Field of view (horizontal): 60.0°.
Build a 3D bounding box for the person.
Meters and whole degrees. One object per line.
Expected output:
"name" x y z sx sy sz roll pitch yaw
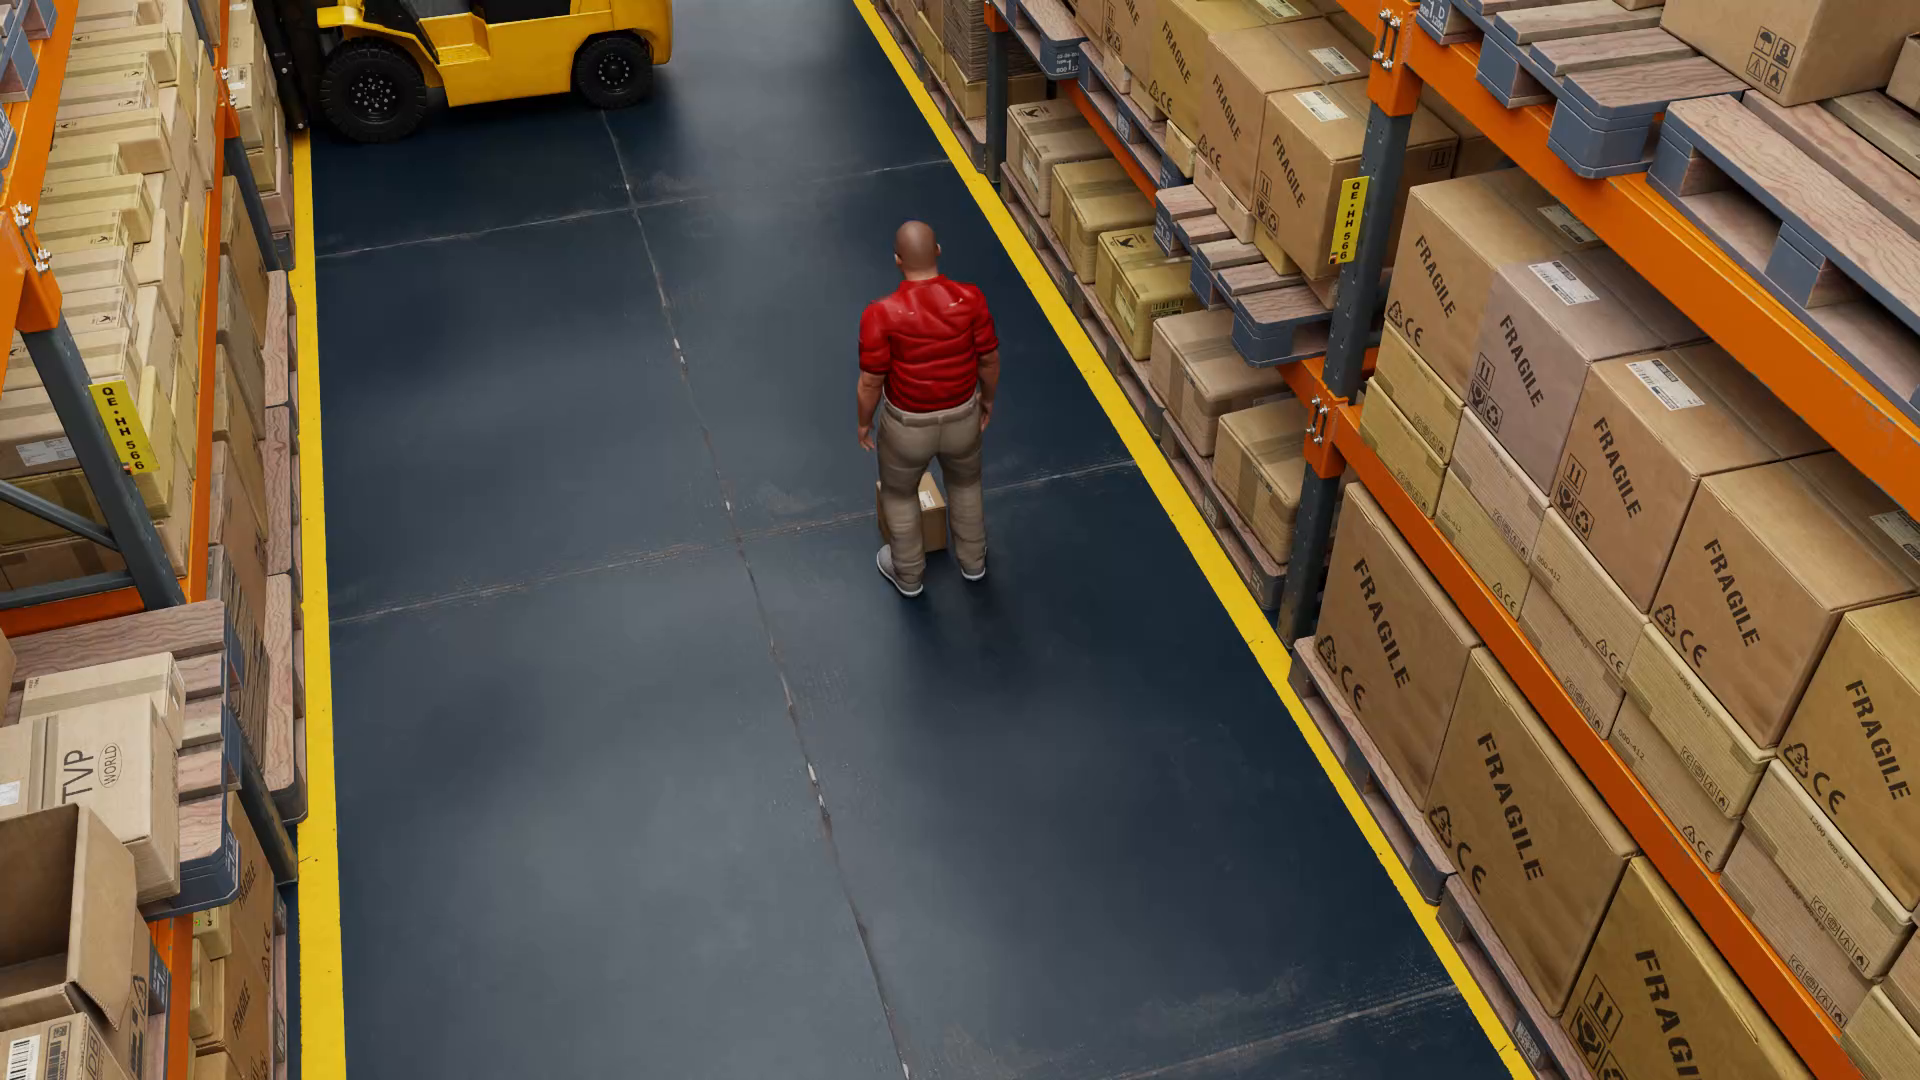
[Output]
"person" -0.130 -0.502 6.728 0.586 1.727 0.393 -12 43 -13
